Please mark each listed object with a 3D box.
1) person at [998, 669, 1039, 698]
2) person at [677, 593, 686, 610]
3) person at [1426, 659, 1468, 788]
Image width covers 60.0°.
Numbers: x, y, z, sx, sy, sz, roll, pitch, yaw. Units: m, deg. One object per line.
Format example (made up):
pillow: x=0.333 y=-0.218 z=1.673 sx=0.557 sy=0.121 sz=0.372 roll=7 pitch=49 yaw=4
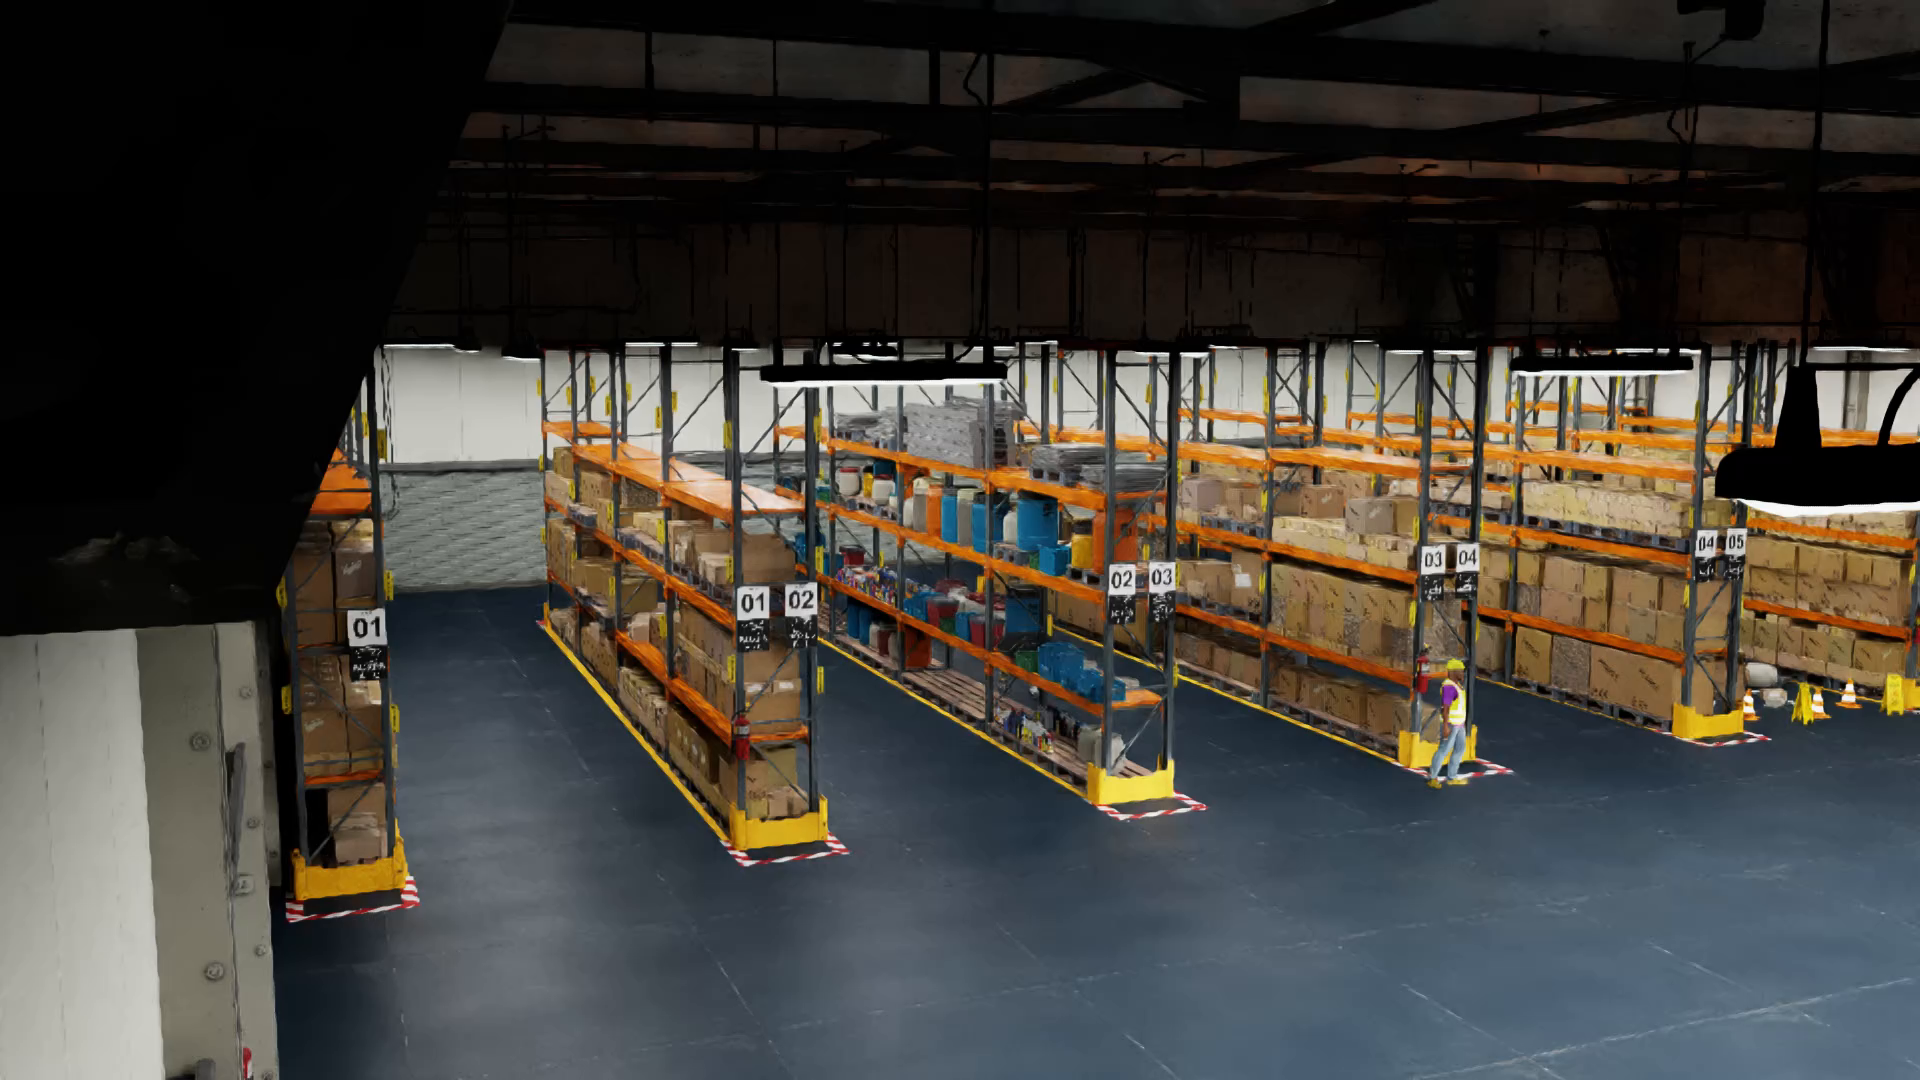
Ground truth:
person: x=1.004 y=1.799 z=28.220 sx=0.528 sy=1.728 sz=1.032 roll=-4 pitch=9 yaw=-30
person: x=-5.316 y=1.290 z=32.172 sx=0.548 sy=1.709 sz=1.128 roll=-3 pitch=8 yaw=-24
person: x=6.704 y=2.514 z=22.798 sx=0.493 sy=1.757 sz=0.673 roll=4 pitch=8 yaw=27
